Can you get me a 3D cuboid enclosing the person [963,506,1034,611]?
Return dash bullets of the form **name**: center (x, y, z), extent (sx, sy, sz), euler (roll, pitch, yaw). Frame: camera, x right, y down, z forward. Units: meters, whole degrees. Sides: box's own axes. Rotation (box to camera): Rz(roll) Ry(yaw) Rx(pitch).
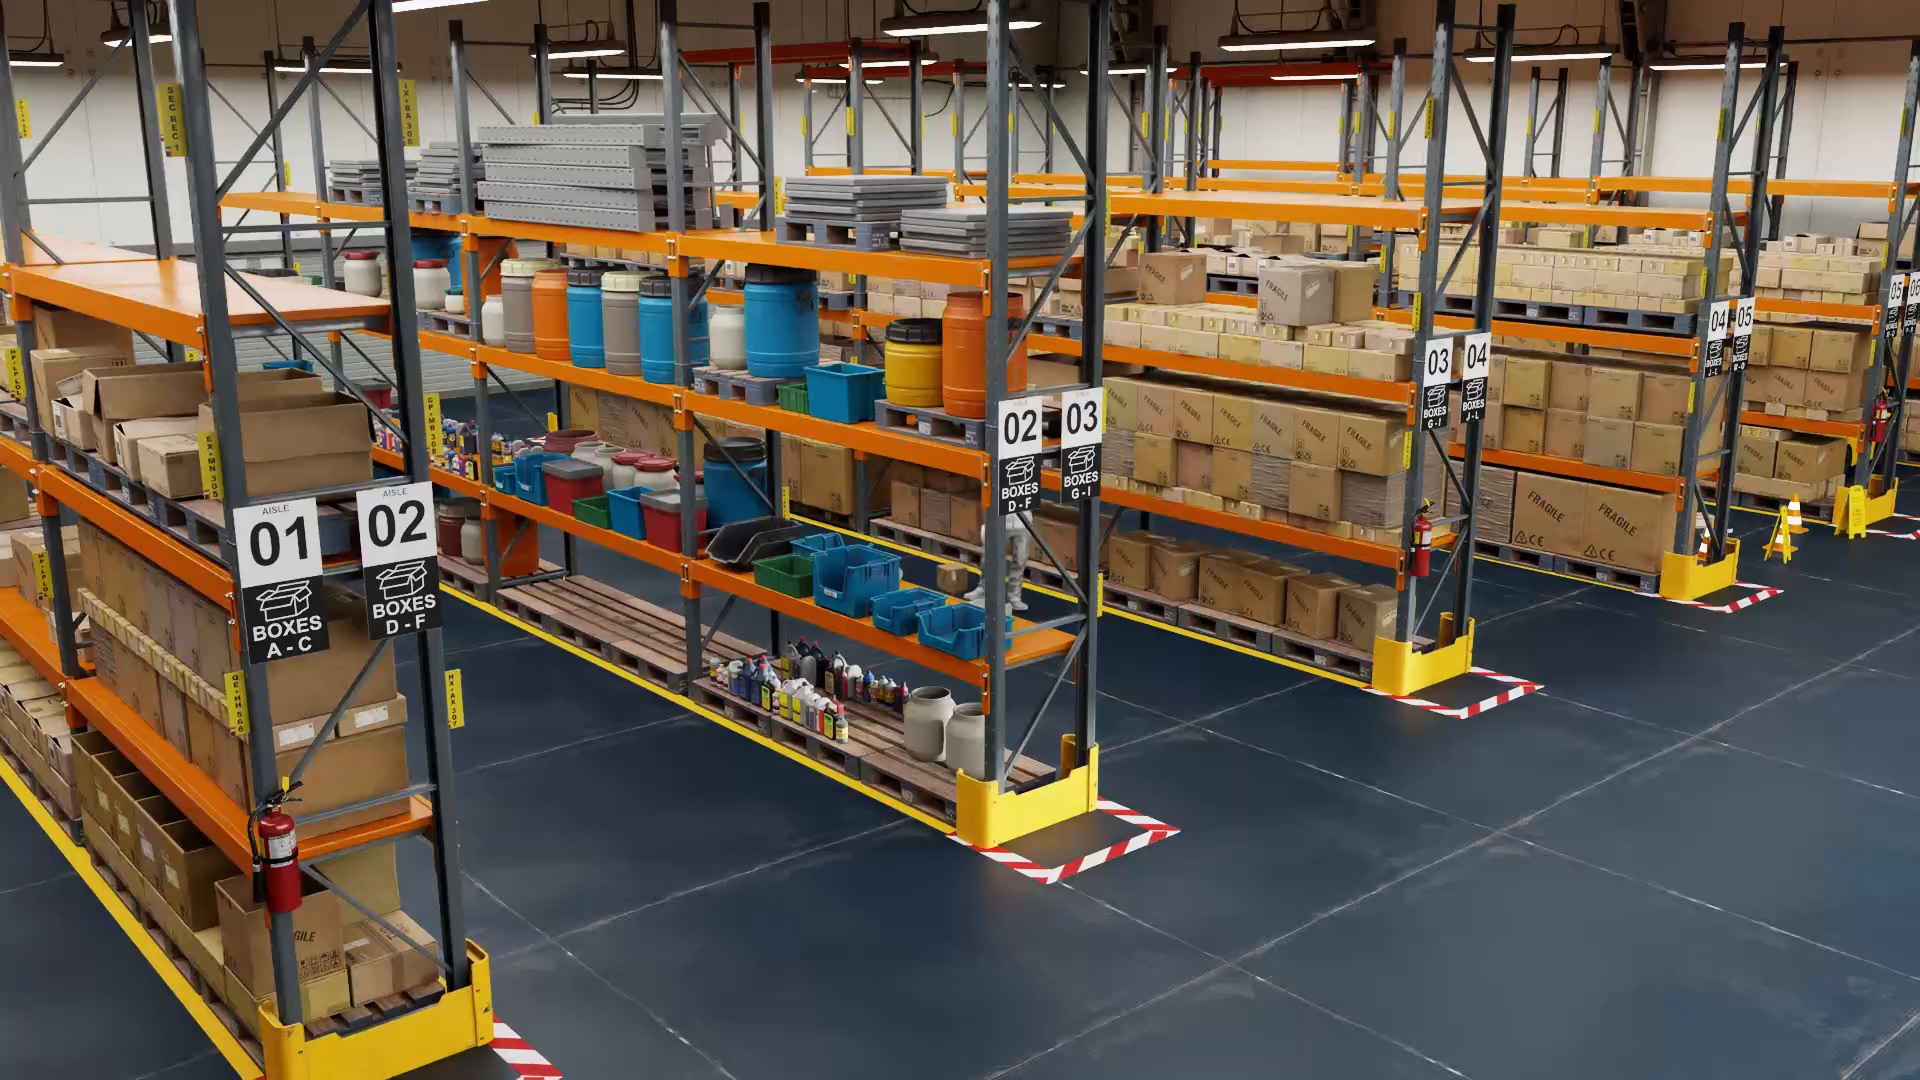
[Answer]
- **person**: center (0.418, -0.144, 17.524), extent (0.747, 1.775, 0.518), euler (-1, 14, -4)
